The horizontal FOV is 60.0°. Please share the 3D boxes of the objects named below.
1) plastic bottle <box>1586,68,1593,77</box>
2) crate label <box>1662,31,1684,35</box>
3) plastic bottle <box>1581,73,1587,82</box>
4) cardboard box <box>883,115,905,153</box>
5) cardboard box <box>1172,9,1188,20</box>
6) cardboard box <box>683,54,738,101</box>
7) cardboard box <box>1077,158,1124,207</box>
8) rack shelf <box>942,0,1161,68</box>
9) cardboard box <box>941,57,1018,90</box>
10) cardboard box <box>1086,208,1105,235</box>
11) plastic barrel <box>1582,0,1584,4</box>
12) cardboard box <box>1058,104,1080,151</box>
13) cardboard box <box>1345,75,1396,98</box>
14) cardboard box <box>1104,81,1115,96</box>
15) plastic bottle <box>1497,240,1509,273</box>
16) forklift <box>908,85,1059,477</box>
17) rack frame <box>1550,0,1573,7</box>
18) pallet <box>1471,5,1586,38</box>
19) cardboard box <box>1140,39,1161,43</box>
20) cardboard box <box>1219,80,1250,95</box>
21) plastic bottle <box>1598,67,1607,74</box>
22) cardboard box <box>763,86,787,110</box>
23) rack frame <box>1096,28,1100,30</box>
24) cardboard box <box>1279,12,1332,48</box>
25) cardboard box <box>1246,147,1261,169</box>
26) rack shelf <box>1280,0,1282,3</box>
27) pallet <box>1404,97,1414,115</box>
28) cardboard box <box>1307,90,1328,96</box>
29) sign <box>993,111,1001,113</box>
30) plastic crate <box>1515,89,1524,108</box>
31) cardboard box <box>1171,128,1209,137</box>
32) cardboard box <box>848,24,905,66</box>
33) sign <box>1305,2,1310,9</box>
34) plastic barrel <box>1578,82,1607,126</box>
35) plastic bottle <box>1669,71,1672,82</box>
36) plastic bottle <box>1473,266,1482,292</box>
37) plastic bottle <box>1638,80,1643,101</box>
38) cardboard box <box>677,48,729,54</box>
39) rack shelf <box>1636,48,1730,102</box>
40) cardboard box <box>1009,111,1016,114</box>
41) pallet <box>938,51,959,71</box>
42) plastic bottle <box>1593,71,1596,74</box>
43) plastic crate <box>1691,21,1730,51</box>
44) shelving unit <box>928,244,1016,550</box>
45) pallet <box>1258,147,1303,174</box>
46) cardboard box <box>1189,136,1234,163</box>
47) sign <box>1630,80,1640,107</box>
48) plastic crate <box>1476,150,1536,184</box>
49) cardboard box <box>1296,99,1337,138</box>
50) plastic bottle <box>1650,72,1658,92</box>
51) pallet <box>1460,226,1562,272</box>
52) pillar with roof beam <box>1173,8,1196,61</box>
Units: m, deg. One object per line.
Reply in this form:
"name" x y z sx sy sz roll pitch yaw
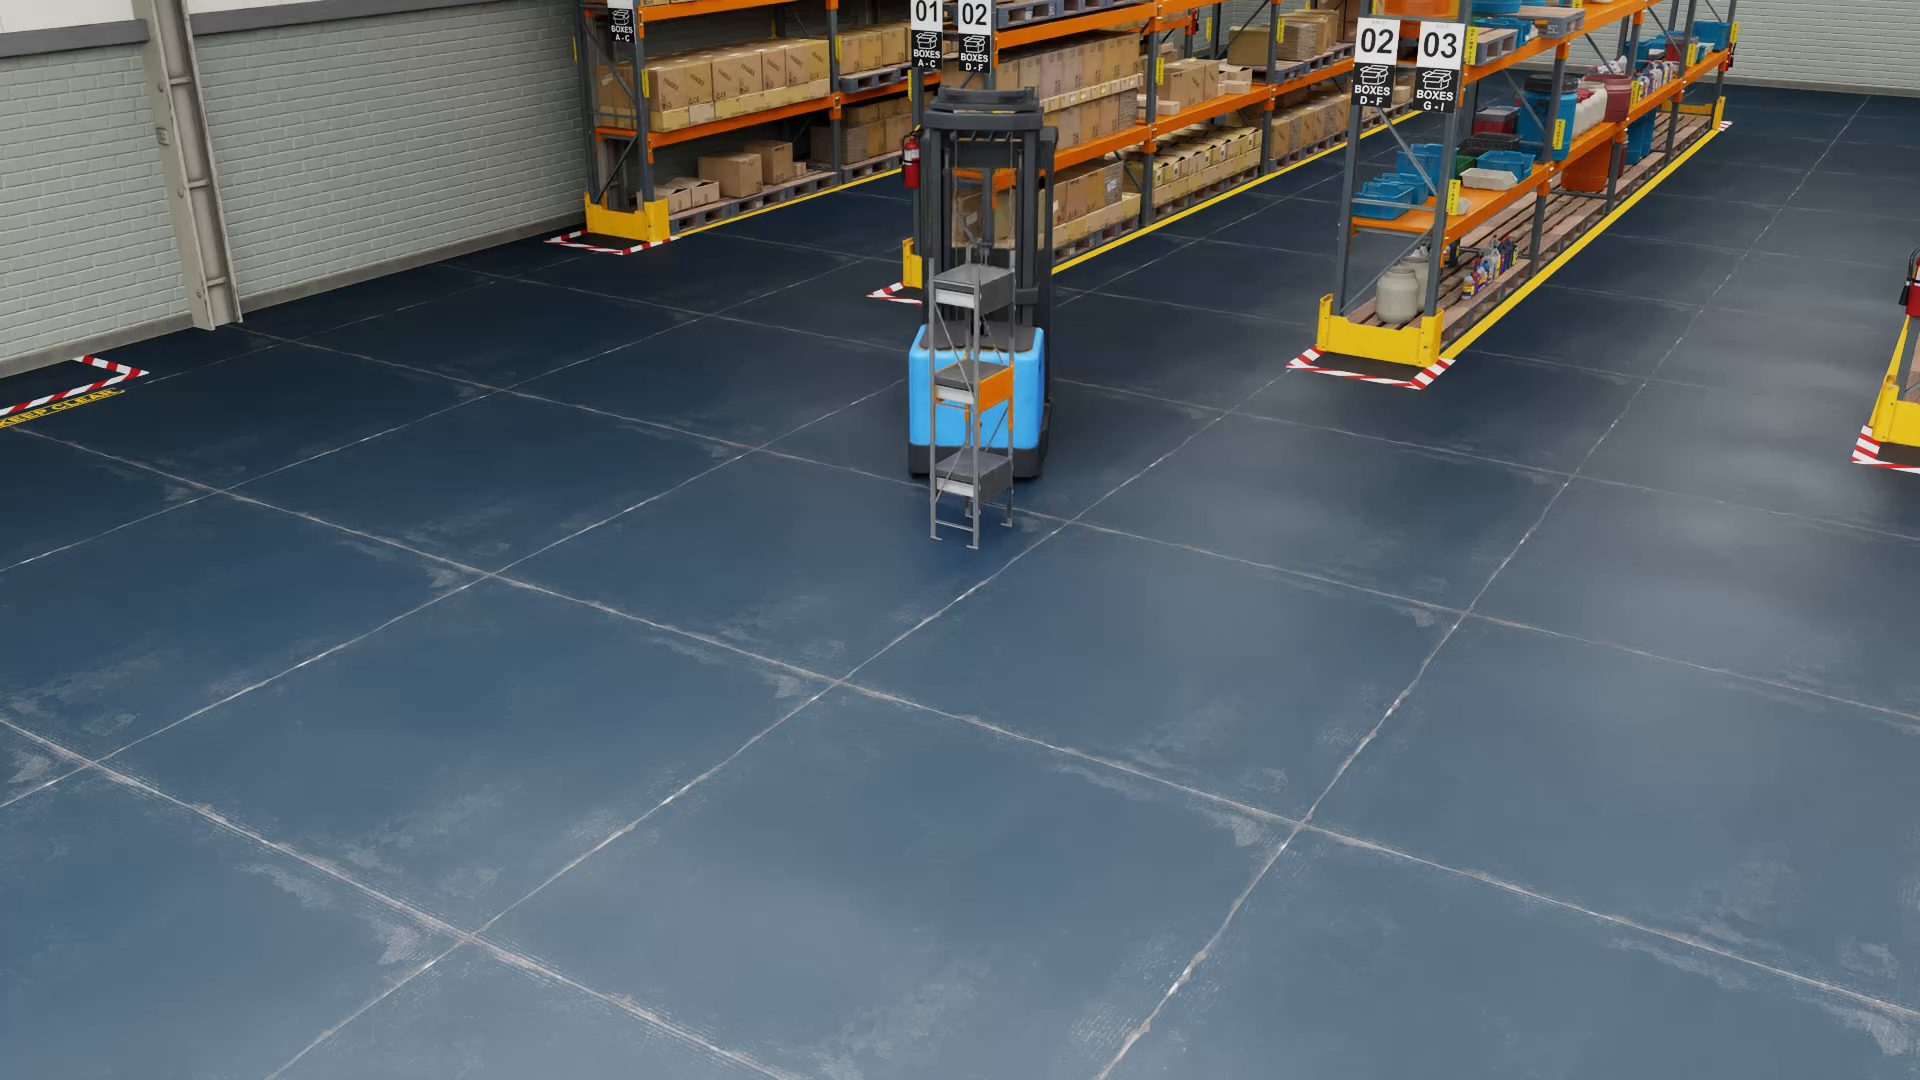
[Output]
"plastic bottle" 8.927 -6.519 23.594 0.144 0.351 0.185 14 27 29
"crate label" 12.163 -8.521 28.293 0.416 0.233 0.303 14 27 29
"plastic bottle" 8.807 -6.443 23.504 0.061 0.283 0.133 14 27 29
"cardboard box" -1.266 -6.266 25.542 0.700 0.500 0.500 14 27 30
"cardboard box" 3.896 -10.624 32.639 0.980 0.700 0.700 15 28 31
"cardboard box" -3.229 -5.981 21.510 0.500 0.500 0.500 13 27 27
"cardboard box" 1.705 -4.480 20.812 0.500 0.500 0.500 14 27 29
"rack shelf" 0.982 -5.945 19.338 1.077 0.370 4.000 14 27 29
"cardboard box" 0.212 -5.038 18.353 0.700 0.500 0.500 14 27 29
"cardboard box" 1.455 -3.964 20.563 0.500 0.250 0.500 14 27 29
"plastic barrel" 7.391 -7.006 20.341 0.600 0.830 0.708 14 27 29
"cardboard box" 0.999 -4.948 19.778 0.700 0.500 0.500 15 27 31
"cardboard box" 7.244 -7.966 29.463 0.797 0.503 0.637 14 27 29
"cardboard box" 1.670 -5.520 20.283 0.380 0.149 0.250 14 27 29
"plastic bottle" 6.047 -3.178 18.597 0.144 0.351 0.185 12 26 26
"forklift" 0.247 -2.392 14.086 1.130 2.935 3.031 2 24 5
"rack frame" 6.243 -7.288 17.757 1.000 3.000 0.127 14 27 29
"pallet" 5.946 -5.561 17.781 1.213 0.211 1.003 14 27 29
"cardboard box" 3.769 -9.831 32.985 0.380 0.149 0.250 14 27 29
"cardboard box" 3.908 -6.447 23.683 0.380 0.149 0.250 14 27 29
"plastic bottle" 9.285 -6.711 24.132 0.152 0.276 0.135 14 27 29
"cardboard box" -2.688 -5.988 22.471 0.500 0.250 0.500 14 27 29
"rack frame" 2.047 -9.311 29.982 1.000 3.000 0.127 14 27 29
"cardboard box" 5.508 -8.154 26.656 0.700 0.500 0.500 19 30 37
"cardboard box" 4.077 -5.626 24.403 0.500 0.250 0.500 15 27 30
"rack shelf" 5.202 -8.645 25.575 1.077 0.370 4.000 14 27 29
"pallet" 7.907 -8.049 30.578 1.003 0.211 1.213 14 27 29
"cardboard box" 5.795 -7.217 27.737 0.500 0.500 0.500 13 26 27
"sign" 0.396 -4.539 17.770 0.100 0.325 0.005 14 27 29
"plastic crate" 7.241 -5.433 20.943 0.402 0.464 0.583 14 27 29
"cardboard box" 3.352 -5.818 24.140 0.500 0.311 0.500 13 27 28
"cardboard box" -1.254 -7.439 24.979 0.700 0.500 0.500 18 29 36
"sign" 5.792 -8.782 27.672 0.100 0.325 0.005 14 27 29
"plastic barrel" 7.992 -5.544 21.140 0.421 0.512 0.421 0 23 0
"plastic bottle" 10.492 -6.898 24.658 0.097 0.201 0.097 0 23 0
"plastic bottle" 5.535 -2.797 17.815 0.097 0.271 0.097 0 23 0
"plastic bottle" 9.377 -6.216 22.996 0.097 0.271 0.097 0 23 0
"cardboard box" -3.406 -6.262 22.159 0.500 0.500 0.500 14 27 30
"rack shelf" 11.518 -7.580 26.889 1.077 0.370 4.000 14 27 29
"cardboard box" 0.454 -4.744 18.492 0.380 0.149 0.250 13 27 28
"pallet" -0.349 -7.610 26.295 1.213 0.211 1.003 14 27 29
"plastic bottle" 9.027 -6.538 23.723 0.061 0.283 0.133 14 27 29
"plastic crate" 12.555 -8.476 27.935 0.616 0.435 0.499 14 27 29
"shelving unit" 0.087 -1.019 11.962 0.431 2.100 0.503 14 27 29
"pallet" 4.573 -5.888 25.586 1.003 0.211 1.213 14 27 29
"cardboard box" 3.543 -5.537 23.492 0.500 0.311 0.500 14 27 29
"sign" 8.825 -5.847 21.775 0.100 0.325 0.005 14 27 29
"plastic crate" 5.890 -4.036 17.985 0.499 0.251 0.616 14 27 29
"cardboard box" 5.708 -6.768 26.701 0.500 0.500 0.500 14 27 30
"plastic bottle" 9.878 -6.560 23.784 0.152 0.276 0.135 14 27 29
"pallet" 6.625 -3.528 20.134 1.003 0.211 1.213 14 27 29
"pillar with roof beam" 8.503 -13.604 32.349 9.100 9.000 0.400 14 27 29
